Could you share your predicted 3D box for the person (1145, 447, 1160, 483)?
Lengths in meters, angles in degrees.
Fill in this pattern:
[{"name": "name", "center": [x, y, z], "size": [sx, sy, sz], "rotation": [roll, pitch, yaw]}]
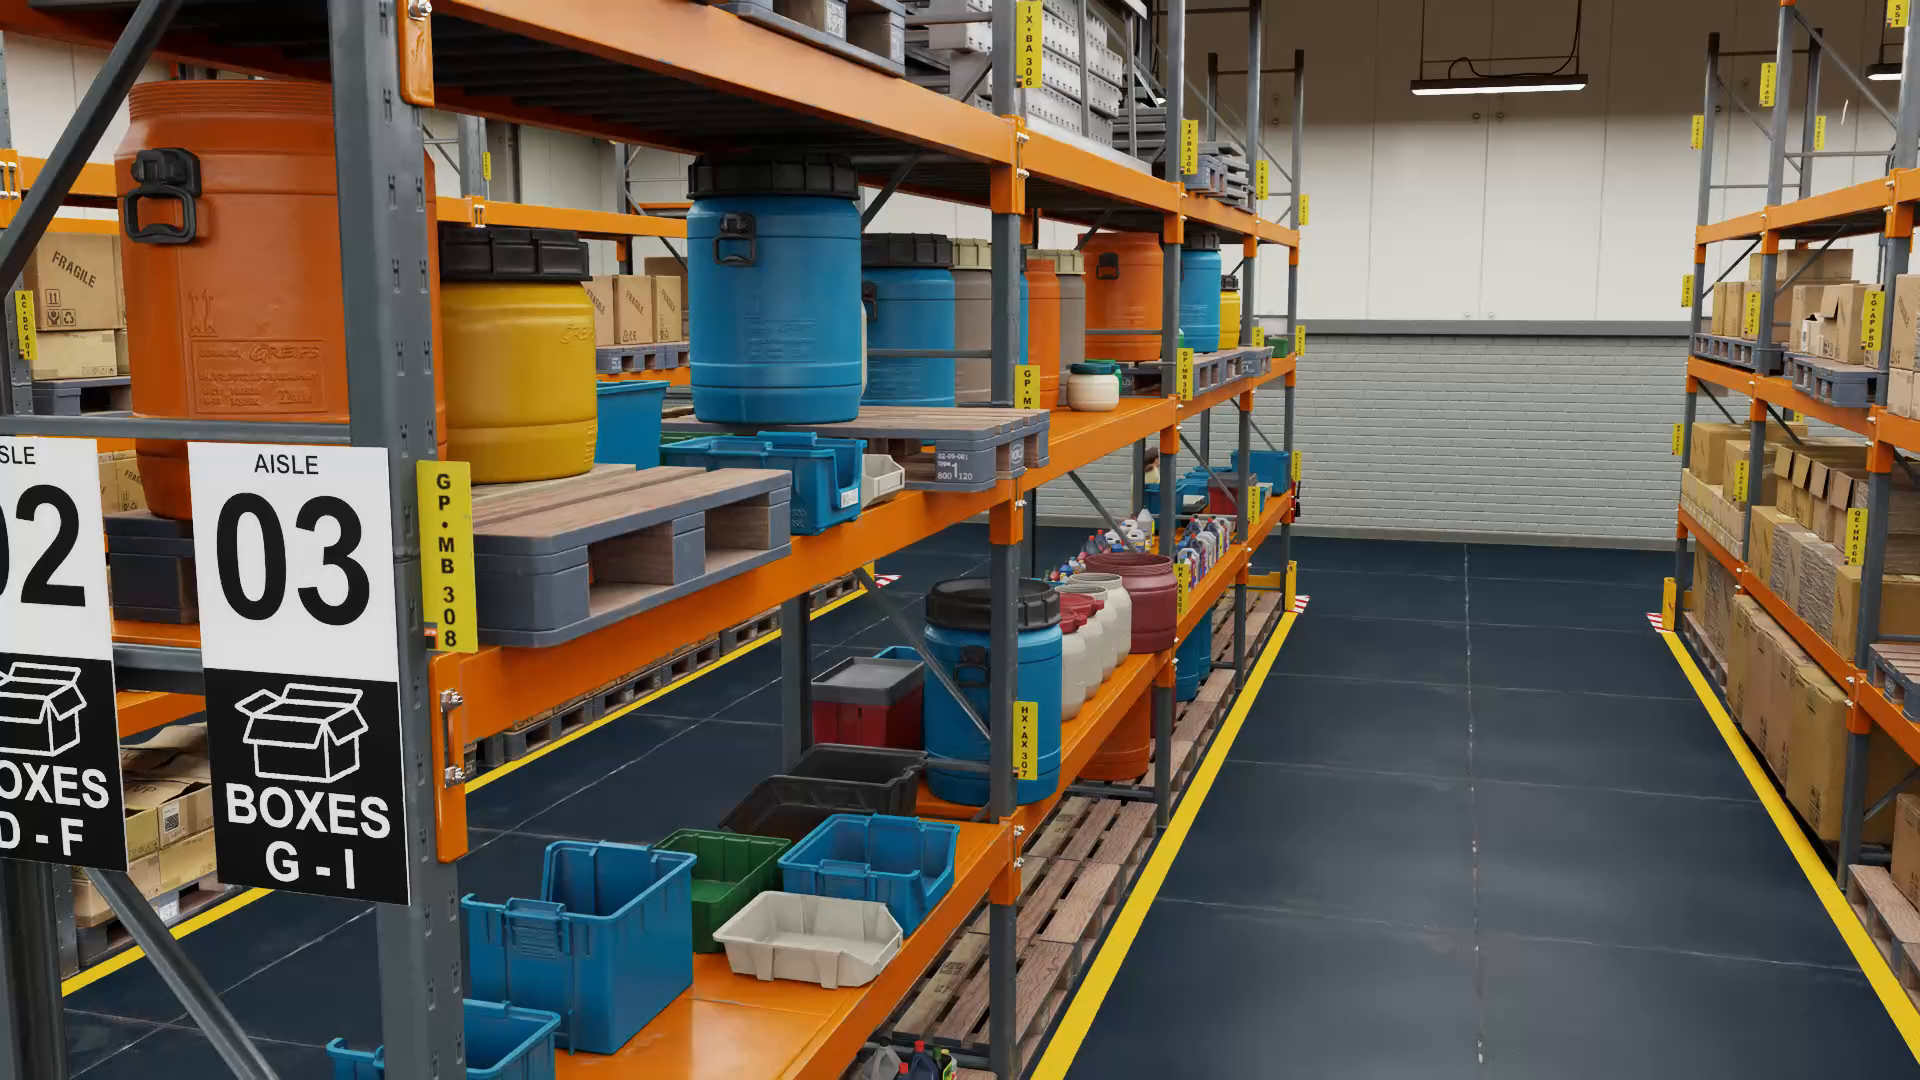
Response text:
[{"name": "person", "center": [2.313, -0.257, 19.734], "size": [0.808, 1.588, 0.477], "rotation": [-8, 12, -43]}]
